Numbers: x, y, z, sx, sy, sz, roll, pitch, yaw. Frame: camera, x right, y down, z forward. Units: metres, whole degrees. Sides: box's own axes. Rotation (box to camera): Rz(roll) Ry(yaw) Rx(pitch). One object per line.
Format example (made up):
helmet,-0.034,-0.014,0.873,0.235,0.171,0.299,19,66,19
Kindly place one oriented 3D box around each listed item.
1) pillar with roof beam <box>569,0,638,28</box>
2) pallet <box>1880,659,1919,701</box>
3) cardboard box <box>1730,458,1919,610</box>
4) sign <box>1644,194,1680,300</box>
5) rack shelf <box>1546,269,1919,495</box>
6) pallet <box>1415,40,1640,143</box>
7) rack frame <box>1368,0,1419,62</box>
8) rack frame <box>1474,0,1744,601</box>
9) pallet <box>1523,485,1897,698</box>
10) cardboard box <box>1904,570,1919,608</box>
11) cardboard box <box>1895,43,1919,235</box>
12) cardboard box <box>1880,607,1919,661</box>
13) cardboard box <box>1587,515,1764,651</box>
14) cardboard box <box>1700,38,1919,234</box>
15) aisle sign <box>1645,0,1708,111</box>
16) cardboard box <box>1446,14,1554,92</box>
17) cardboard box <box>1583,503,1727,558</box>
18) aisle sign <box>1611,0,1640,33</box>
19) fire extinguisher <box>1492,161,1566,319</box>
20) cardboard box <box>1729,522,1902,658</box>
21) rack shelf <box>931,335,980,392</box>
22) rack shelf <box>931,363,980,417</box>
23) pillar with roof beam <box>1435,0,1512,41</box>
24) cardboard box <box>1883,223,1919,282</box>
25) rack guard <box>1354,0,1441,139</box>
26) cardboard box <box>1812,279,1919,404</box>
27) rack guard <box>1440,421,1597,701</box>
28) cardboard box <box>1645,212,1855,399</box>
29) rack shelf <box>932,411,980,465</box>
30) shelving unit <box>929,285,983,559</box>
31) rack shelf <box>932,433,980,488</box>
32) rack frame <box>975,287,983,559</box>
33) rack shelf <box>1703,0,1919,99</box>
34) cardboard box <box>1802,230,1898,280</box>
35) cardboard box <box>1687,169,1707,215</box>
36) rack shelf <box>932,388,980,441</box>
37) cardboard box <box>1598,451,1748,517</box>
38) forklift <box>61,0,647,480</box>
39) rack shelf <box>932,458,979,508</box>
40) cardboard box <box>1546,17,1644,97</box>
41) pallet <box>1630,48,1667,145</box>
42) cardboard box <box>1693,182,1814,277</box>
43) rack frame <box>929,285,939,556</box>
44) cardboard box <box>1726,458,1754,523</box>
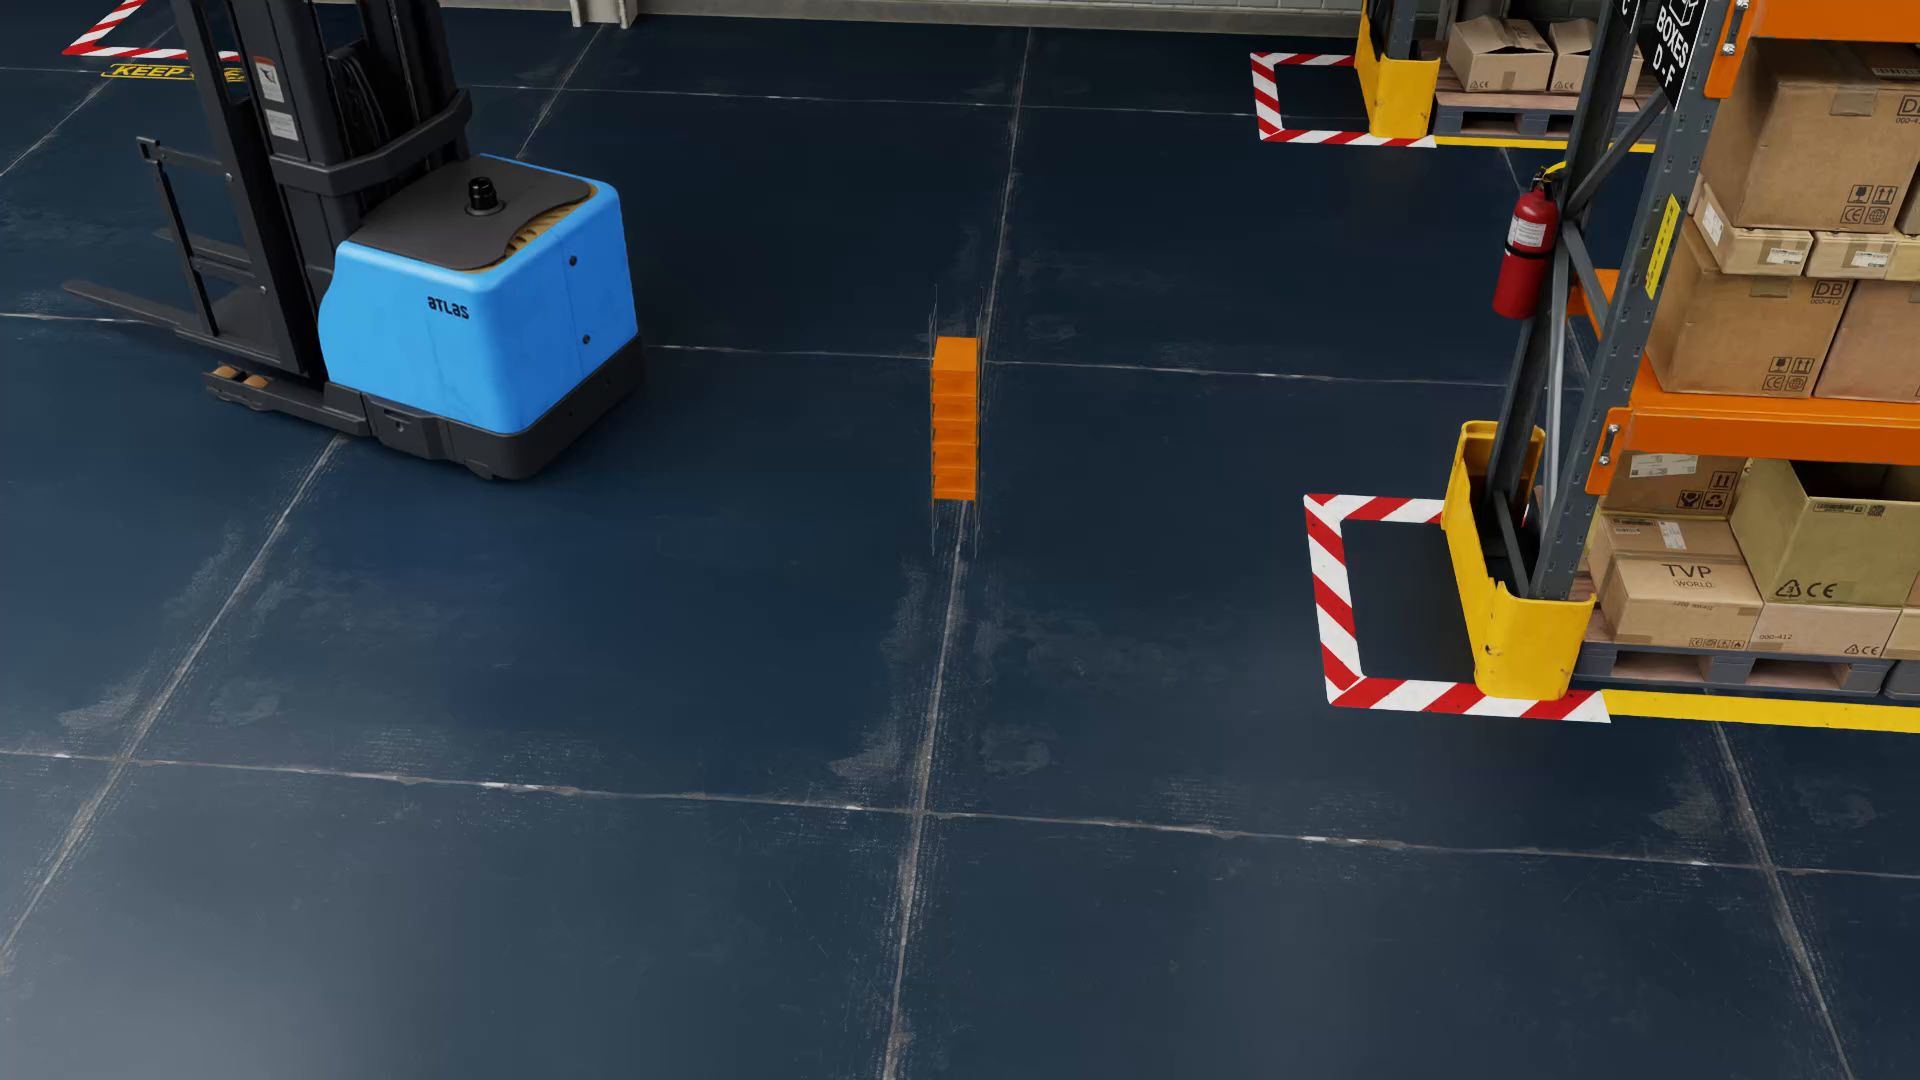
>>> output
pillar with roof beam,-2.879,-4.476,5.621,0.400,9.000,9.100,3,39,4
pallet,4.252,0.256,6.768,1.213,0.211,1.003,3,39,4
cardboard box,3.288,-0.101,6.249,0.500,0.500,0.500,3,39,4
sign,2.220,-0.926,5.263,0.005,0.325,0.100,3,39,4
rack shelf,4.267,-0.521,6.083,4.000,0.370,1.077,3,39,4
pallet,3.580,-2.872,10.611,1.213,0.211,1.003,3,39,4
rack frame,2.698,-4.024,9.818,0.127,3.000,1.000,3,39,4
rack frame,2.274,-0.909,5.990,0.127,3.000,1.000,3,39,4
pallet,3.040,0.188,6.851,1.213,0.211,1.003,3,39,4
cardboard box,3.787,-0.082,6.225,0.500,0.500,0.500,3,39,4
cardboard box,3.315,-1.389,5.473,0.500,0.500,0.700,2,39,3
cardboard box,3.786,0.217,6.453,0.500,0.250,0.500,3,39,4
cardboard box,2.789,0.164,6.518,0.500,0.250,0.500,3,39,4
cardboard box,2.791,-1.414,5.504,0.500,0.500,0.700,3,39,4
aisle sign,2.182,-1.728,4.937,0.004,0.787,0.394,3,39,4
cardboard box,3.379,-3.058,10.412,0.500,0.311,0.500,-1,39,-1
cardboard box,2.834,-0.162,6.918,0.500,0.250,0.500,3,39,4
aisle sign,2.234,-2.105,5.401,0.004,0.787,0.394,3,39,4
fire extinguisher,2.196,-1.177,6.381,0.183,0.674,0.296,3,39,4
cardboard box,3.288,0.189,6.487,0.500,0.250,0.500,3,39,4
rack shelf,-0.014,-0.711,6.673,0.180,0.103,0.258,3,39,4
rack shelf,-0.014,-0.618,6.749,0.180,0.103,0.258,3,39,4
pillar with roof beam,3.098,-4.149,5.219,0.400,9.000,9.100,3,39,4
cardboard box,3.158,-1.015,5.528,0.250,0.149,0.380,3,39,4
rack guard,2.774,-3.051,10.602,0.348,0.500,1.175,3,39,4
cardboard box,3.262,-0.888,5.886,0.500,0.500,0.700,4,39,5
rack guard,2.250,0.060,6.781,0.348,0.500,1.175,3,39,4
cardboard box,2.738,-0.914,5.917,0.500,0.500,0.700,3,39,4
rack shelf,-0.014,-0.432,6.900,0.180,0.103,0.258,3,39,4
shelving unit,-0.014,-0.466,6.872,0.189,1.200,0.258,3,39,4
rack shelf,-0.014,-0.339,6.976,0.180,0.103,0.258,3,39,4
rack frame,0.077,-0.461,6.866,0.006,1.200,0.240,3,39,4
rack shelf,4.267,-1.684,5.136,4.000,0.370,1.077,3,39,4
cardboard box,2.910,-1.029,5.545,0.250,0.149,0.380,2,39,3
cardboard box,2.671,-1.298,5.875,0.250,0.149,0.380,3,39,3
rack shelf,-0.014,-0.525,6.824,0.180,0.103,0.258,3,39,4
cardboard box,2.834,-0.454,6.683,0.500,0.500,0.500,3,39,4
forklift,-3.089,-2.042,7.437,3.031,2.935,1.130,17,42,20
rack shelf,-0.014,-0.246,7.052,0.180,0.103,0.258,3,39,4
cardboard box,3.947,-3.027,10.374,0.500,0.311,0.500,6,40,8
pallet,4.792,-2.804,10.528,1.213,0.211,1.003,3,39,4
cardboard box,2.646,-1.042,5.561,0.250,0.149,0.380,3,39,4
rack frame,-0.106,-0.471,6.878,0.006,1.200,0.240,3,39,4
cardboard box,3.333,-0.142,6.894,0.500,0.250,0.500,3,39,4
